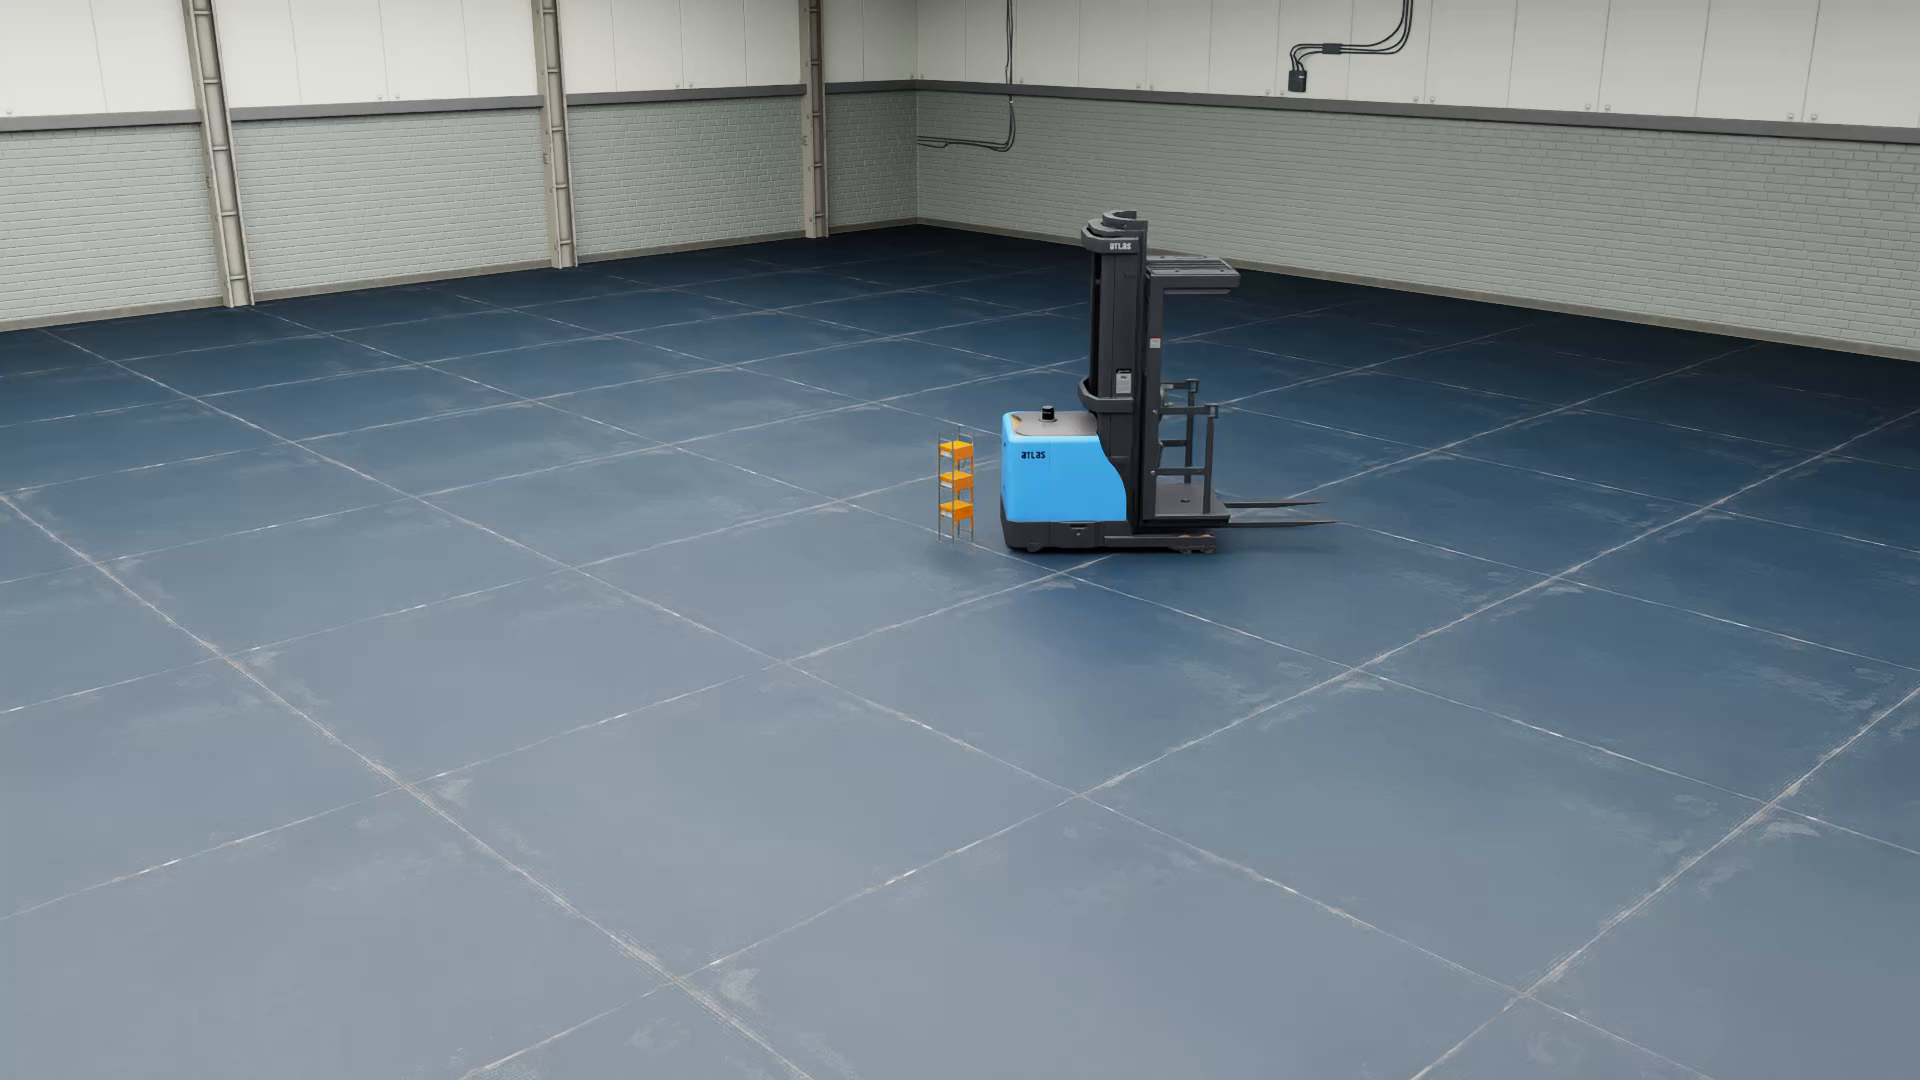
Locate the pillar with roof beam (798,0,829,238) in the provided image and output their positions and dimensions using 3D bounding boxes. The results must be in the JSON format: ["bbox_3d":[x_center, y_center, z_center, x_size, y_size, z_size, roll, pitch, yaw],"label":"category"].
[{"bbox_3d":[-0.047,-9.681,30.520,0.400,9.000,9.100,-16,24,-41],"label":"pillar with roof beam"}]

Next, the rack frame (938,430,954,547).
[{"bbox_3d":[-0.128,-0.462,14.973,0.008,1.050,0.200,-16,24,-41],"label":"rack frame"}]

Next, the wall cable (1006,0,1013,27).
[{"bbox_3d":[1.903,-11.293,32.337,0.112,2.526,3.097,-16,24,-41],"label":"wall cable"}]

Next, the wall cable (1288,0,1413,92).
[{"bbox_3d":[6.555,-10.461,27.410,0.169,6.003,2.305,-16,24,-41],"label":"wall cable"}]

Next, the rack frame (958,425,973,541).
[{"bbox_3d":[0.050,-0.514,15.133,0.008,1.050,0.200,-16,24,-41],"label":"rack frame"}]

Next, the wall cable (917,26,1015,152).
[{"bbox_3d":[0.045,-9.497,34.986,0.112,2.526,3.097,-16,24,-41],"label":"wall cable"}]

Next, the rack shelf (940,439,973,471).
[{"bbox_3d":[-0.039,-0.748,14.969,0.240,0.259,0.215,-16,24,-41],"label":"rack shelf"}]

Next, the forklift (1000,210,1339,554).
[{"bbox_3d":[1.909,-1.436,14.928,3.031,2.935,1.130,-1,18,-2],"label":"forklift"}]

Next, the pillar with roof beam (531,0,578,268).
[{"bbox_3d":[-4.407,-8.410,26.599,0.400,9.000,9.100,-16,24,-41],"label":"pillar with roof beam"}]

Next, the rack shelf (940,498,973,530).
[{"bbox_3d":[-0.039,-0.214,15.142,0.240,0.259,0.215,-16,24,-41],"label":"rack shelf"}]

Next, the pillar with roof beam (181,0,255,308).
[{"bbox_3d":[-8.766,-7.139,22.677,0.400,9.000,9.100,-16,24,-41],"label":"pillar with roof beam"}]

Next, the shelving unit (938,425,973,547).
[{"bbox_3d":[-0.039,-0.488,15.053,0.252,1.050,0.215,-16,24,-41],"label":"shelving unit"}]

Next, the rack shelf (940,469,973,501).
[{"bbox_3d":[-0.039,-0.478,15.056,0.240,0.259,0.215,-16,24,-41],"label":"rack shelf"}]
